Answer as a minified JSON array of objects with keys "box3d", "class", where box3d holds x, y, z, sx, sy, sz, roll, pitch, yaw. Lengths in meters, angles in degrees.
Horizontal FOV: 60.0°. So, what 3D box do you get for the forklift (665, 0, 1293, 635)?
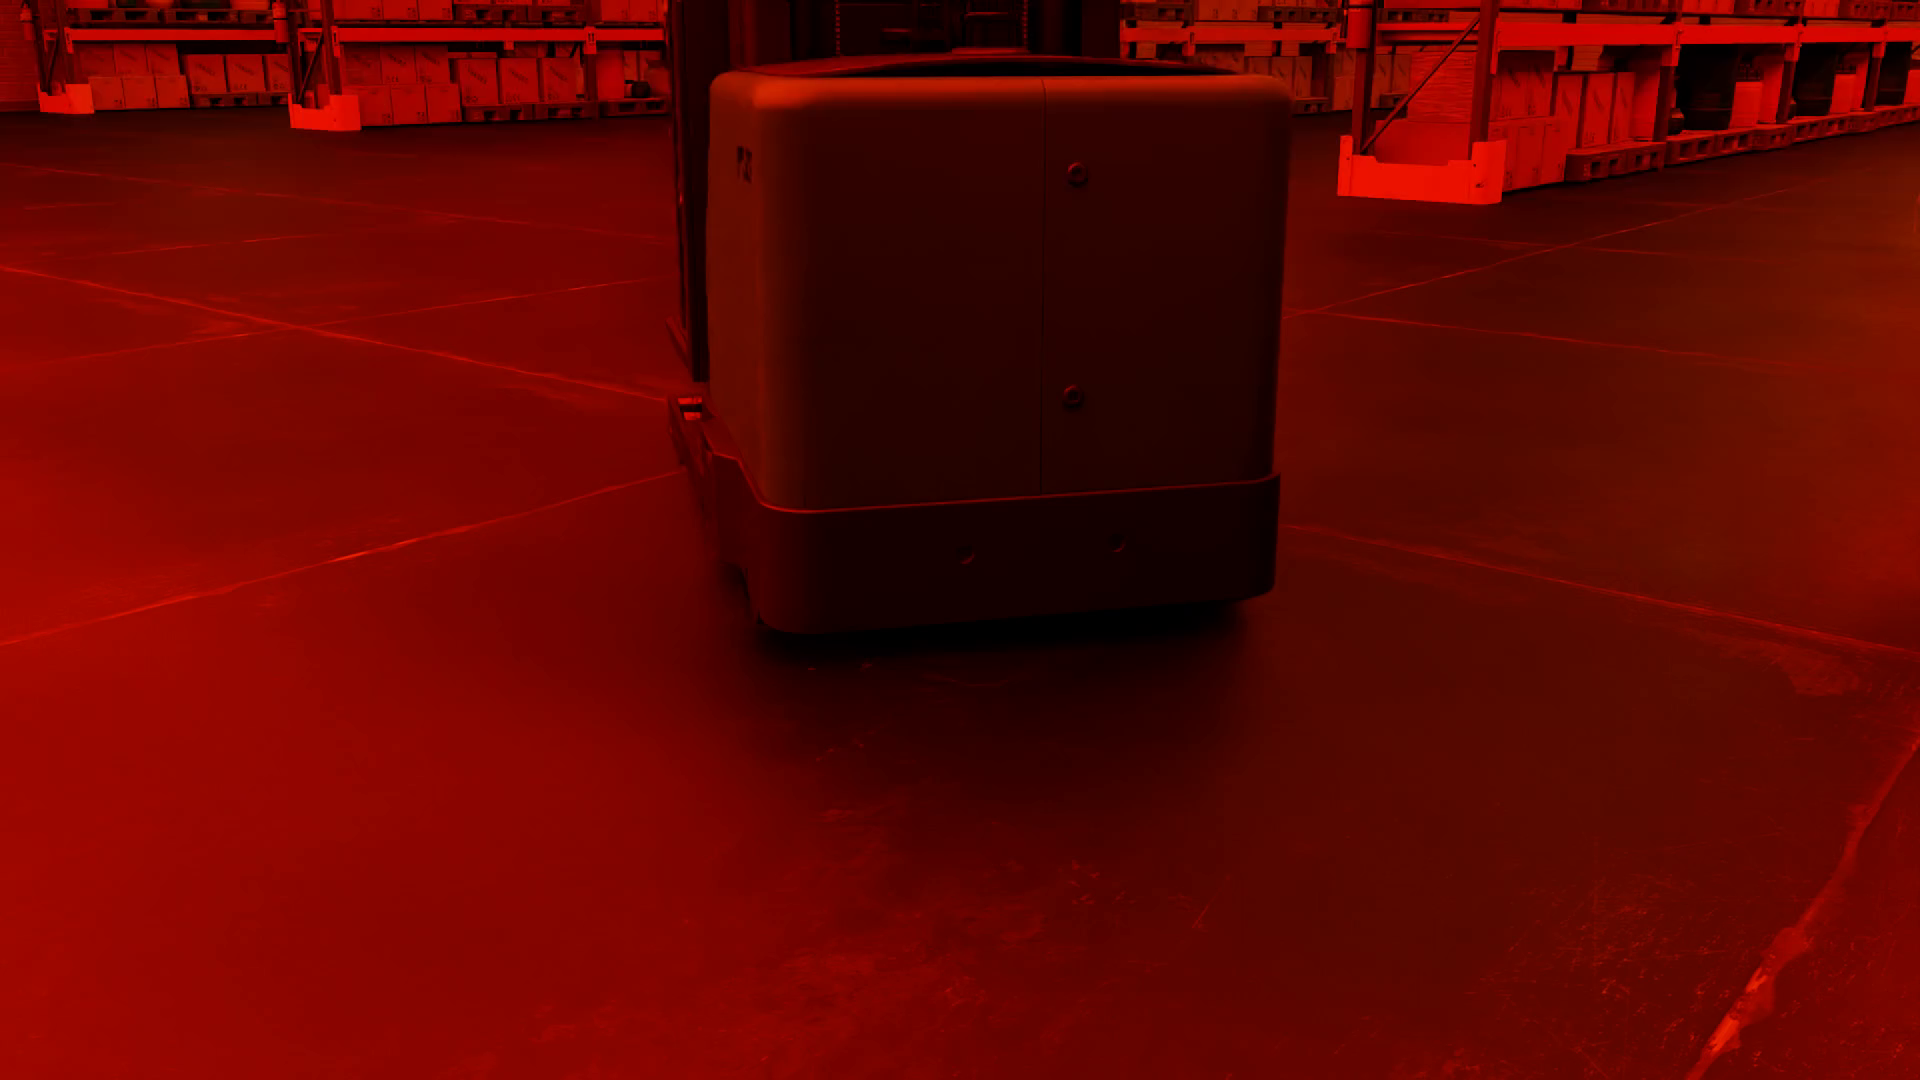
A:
[{"box3d":[-0.216,-1.613,4.210,1.130,2.935,3.031,-4,17,-14],"class":"forklift"}]
